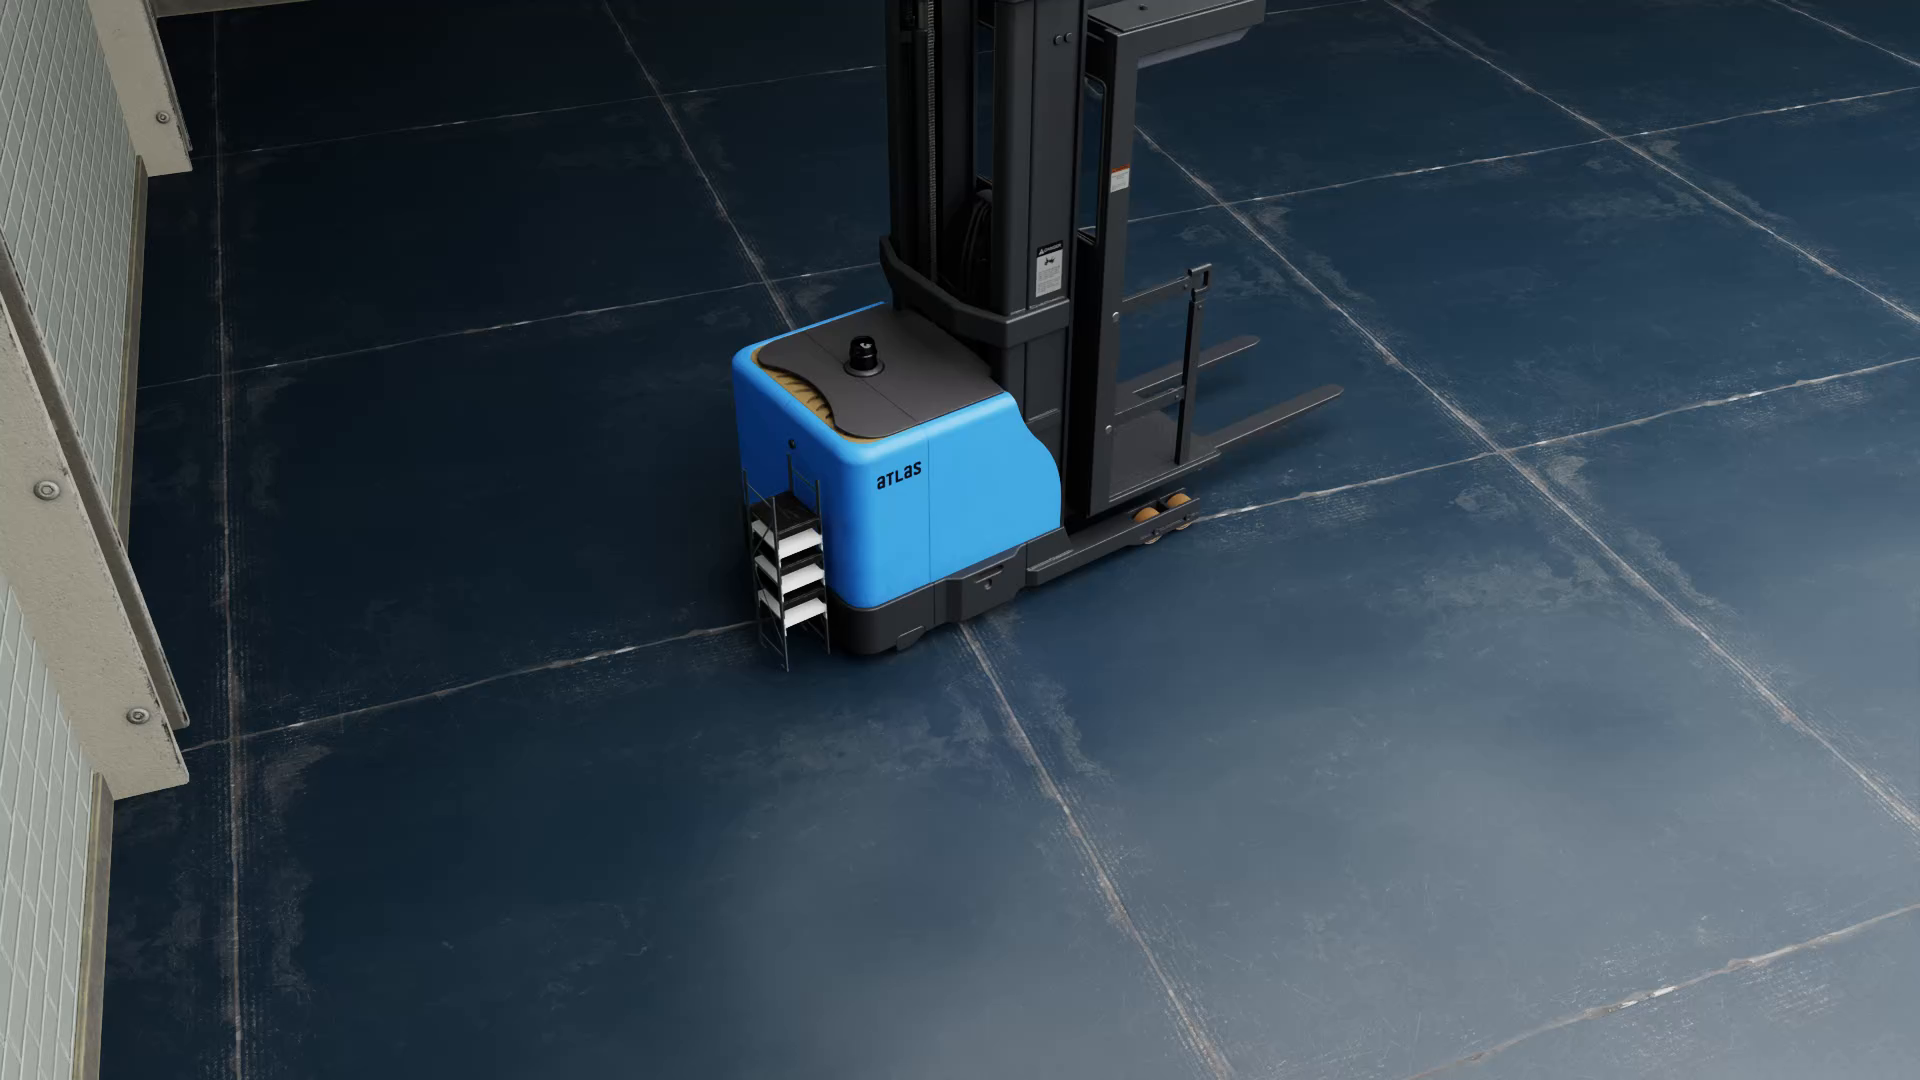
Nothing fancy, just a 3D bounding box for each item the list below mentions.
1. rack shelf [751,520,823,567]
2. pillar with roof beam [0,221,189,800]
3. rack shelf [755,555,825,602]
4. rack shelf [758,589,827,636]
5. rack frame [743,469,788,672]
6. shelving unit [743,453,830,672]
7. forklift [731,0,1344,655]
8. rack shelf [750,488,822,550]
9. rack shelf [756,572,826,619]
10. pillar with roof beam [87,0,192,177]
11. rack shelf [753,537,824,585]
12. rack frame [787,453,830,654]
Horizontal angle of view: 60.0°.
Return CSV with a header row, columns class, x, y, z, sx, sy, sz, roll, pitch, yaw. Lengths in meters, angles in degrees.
class,x,y,z,sx,sy,sz,roll,pitch,yaw
rack shelf,-0.711,-0.015,6.779,0.200,0.077,0.258,-23,43,-27
pillar with roof beam,0.818,-3.618,5.074,9.100,9.000,0.400,-12,39,-16
rack shelf,-0.711,0.128,6.887,0.200,0.077,0.258,-23,43,-27
rack shelf,-0.711,0.272,6.995,0.200,0.077,0.258,-23,43,-27
rack frame,-0.795,0.137,6.820,0.006,0.900,0.240,-23,43,-27
shelving unit,-0.711,0.102,6.867,0.210,0.900,0.258,-23,43,-27
forklift,0.514,-1.390,7.159,3.031,2.935,1.130,-23,43,-28
rack shelf,-0.711,-0.087,6.725,0.200,0.077,0.258,-23,43,-27
rack shelf,-0.711,0.200,6.941,0.200,0.077,0.258,-23,43,-27
pillar with roof beam,-1.247,-7.007,9.574,9.100,9.000,0.400,-12,39,-16
rack shelf,-0.711,0.056,6.833,0.200,0.077,0.258,-23,43,-27
rack frame,-0.628,0.067,6.914,0.006,0.900,0.240,-23,43,-27
